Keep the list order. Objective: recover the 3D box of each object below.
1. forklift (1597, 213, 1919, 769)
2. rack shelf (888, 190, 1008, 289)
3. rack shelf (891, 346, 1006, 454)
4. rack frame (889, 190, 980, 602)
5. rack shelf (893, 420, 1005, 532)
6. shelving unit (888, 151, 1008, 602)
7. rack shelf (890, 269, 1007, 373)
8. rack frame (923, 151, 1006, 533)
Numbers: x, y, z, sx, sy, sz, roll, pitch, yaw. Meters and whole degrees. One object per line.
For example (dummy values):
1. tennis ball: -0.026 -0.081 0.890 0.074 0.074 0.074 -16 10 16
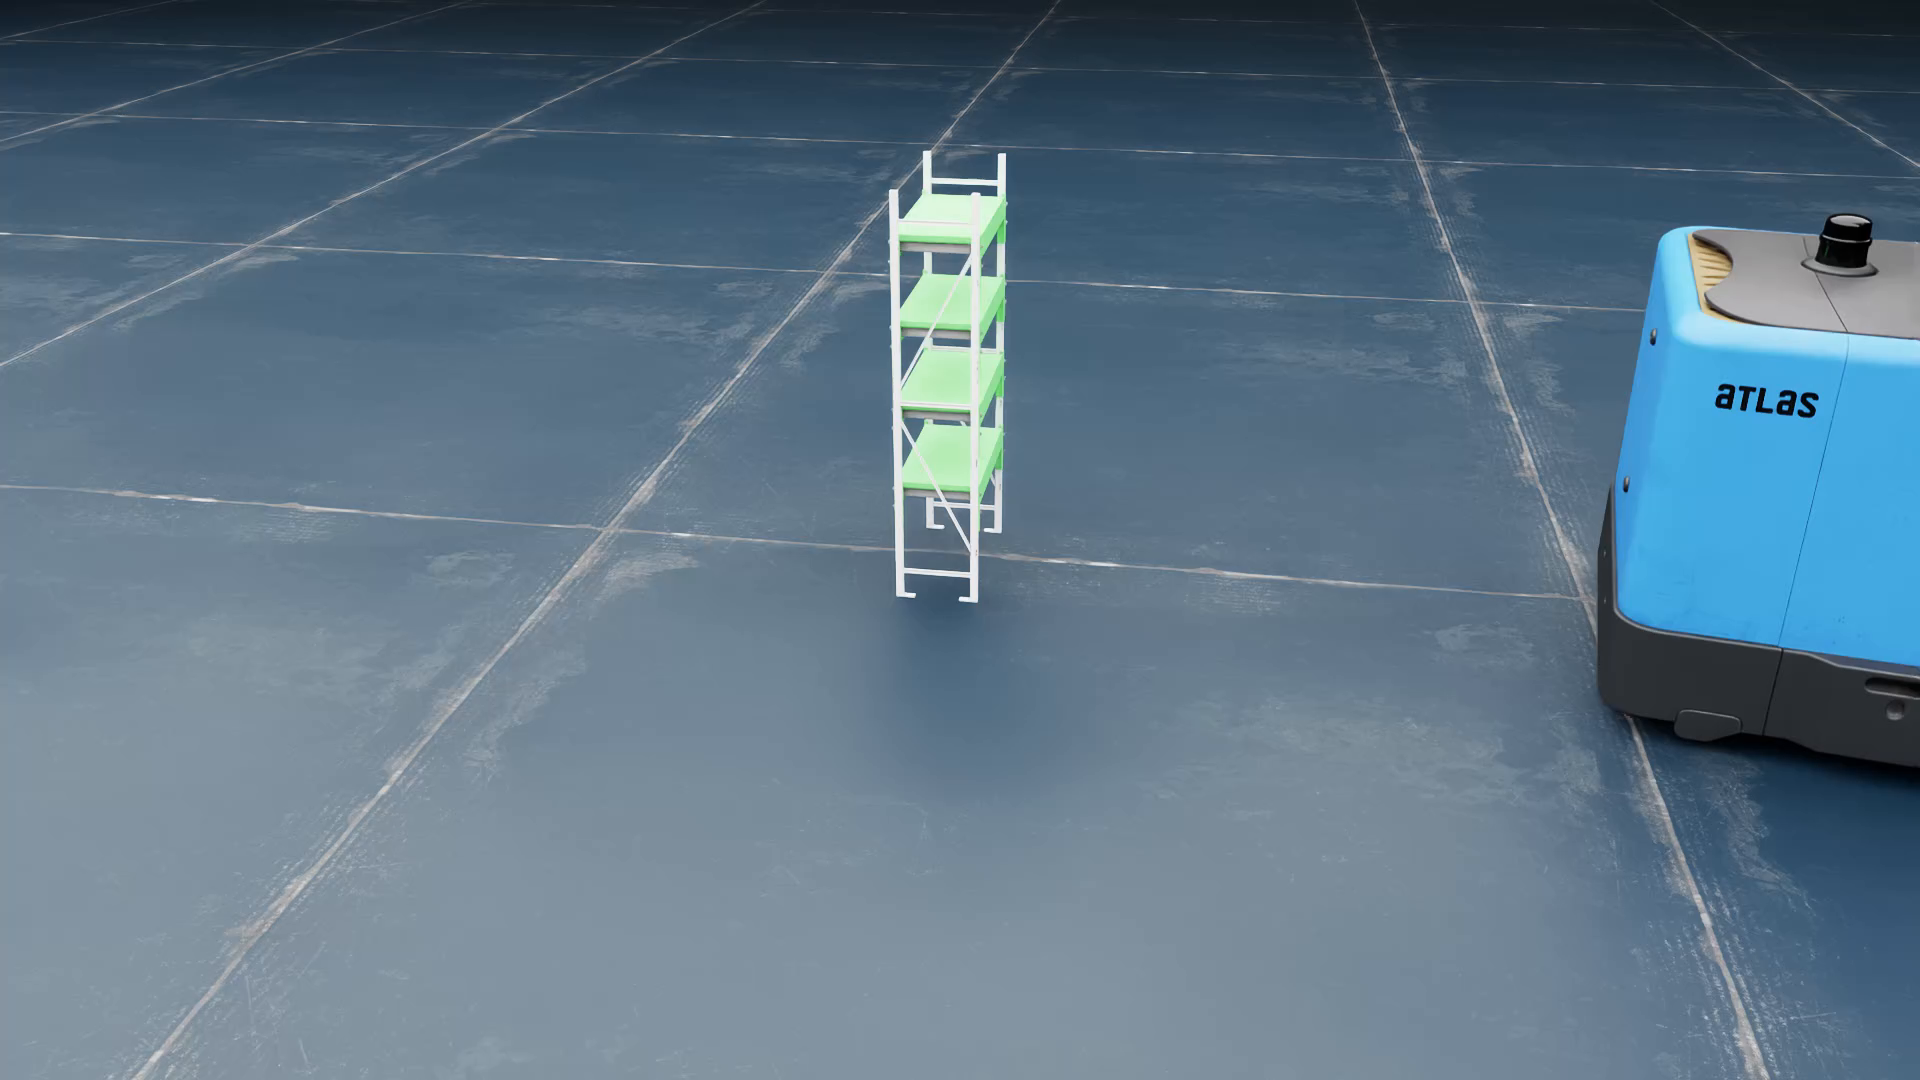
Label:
1. forklift: 3.202 -0.836 3.579 3.031 2.935 1.130 8 26 17
2. rack shelf: -0.027 -0.851 4.671 0.258 0.148 0.480 4 25 9
3. rack shelf: -0.027 -0.416 4.875 0.258 0.148 0.480 4 25 9
4. rack frame: -0.067 -0.372 4.630 0.240 1.200 0.015 4 25 9
5. rack shelf: -0.027 -0.199 4.977 0.258 0.148 0.480 4 25 9
6. shelving unit: -0.027 -0.474 4.848 0.258 1.200 0.503 4 25 9
7. rack shelf: -0.027 -0.634 4.773 0.258 0.148 0.480 4 25 9
8. rack frame: 0.013 -0.576 5.066 0.240 1.200 0.015 4 25 9
